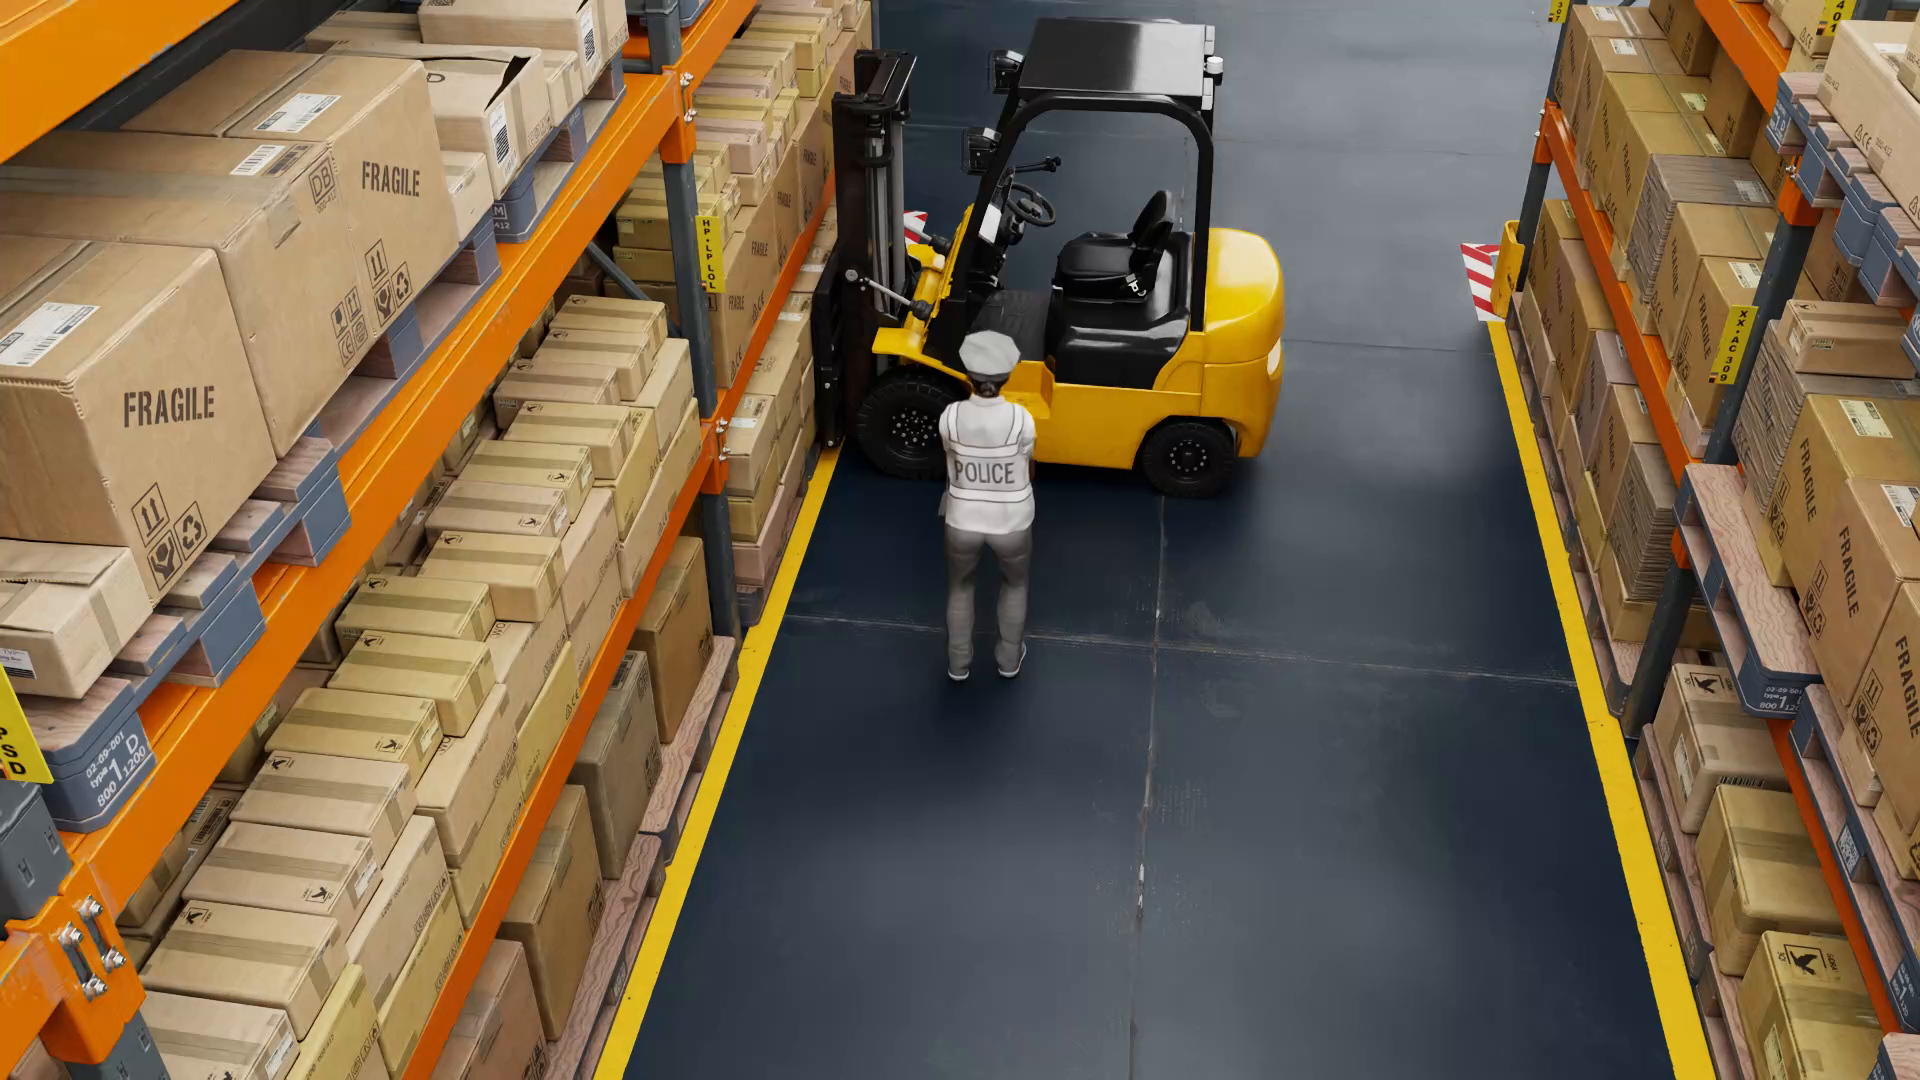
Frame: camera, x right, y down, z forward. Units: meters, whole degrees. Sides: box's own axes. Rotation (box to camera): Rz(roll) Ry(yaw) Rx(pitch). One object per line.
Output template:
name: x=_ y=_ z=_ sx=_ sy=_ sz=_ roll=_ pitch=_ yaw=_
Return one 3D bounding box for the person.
person: x=0.121 y=-0.126 z=7.215 sx=0.416 sy=1.665 sz=0.539 roll=4 pitch=37 yaw=5
